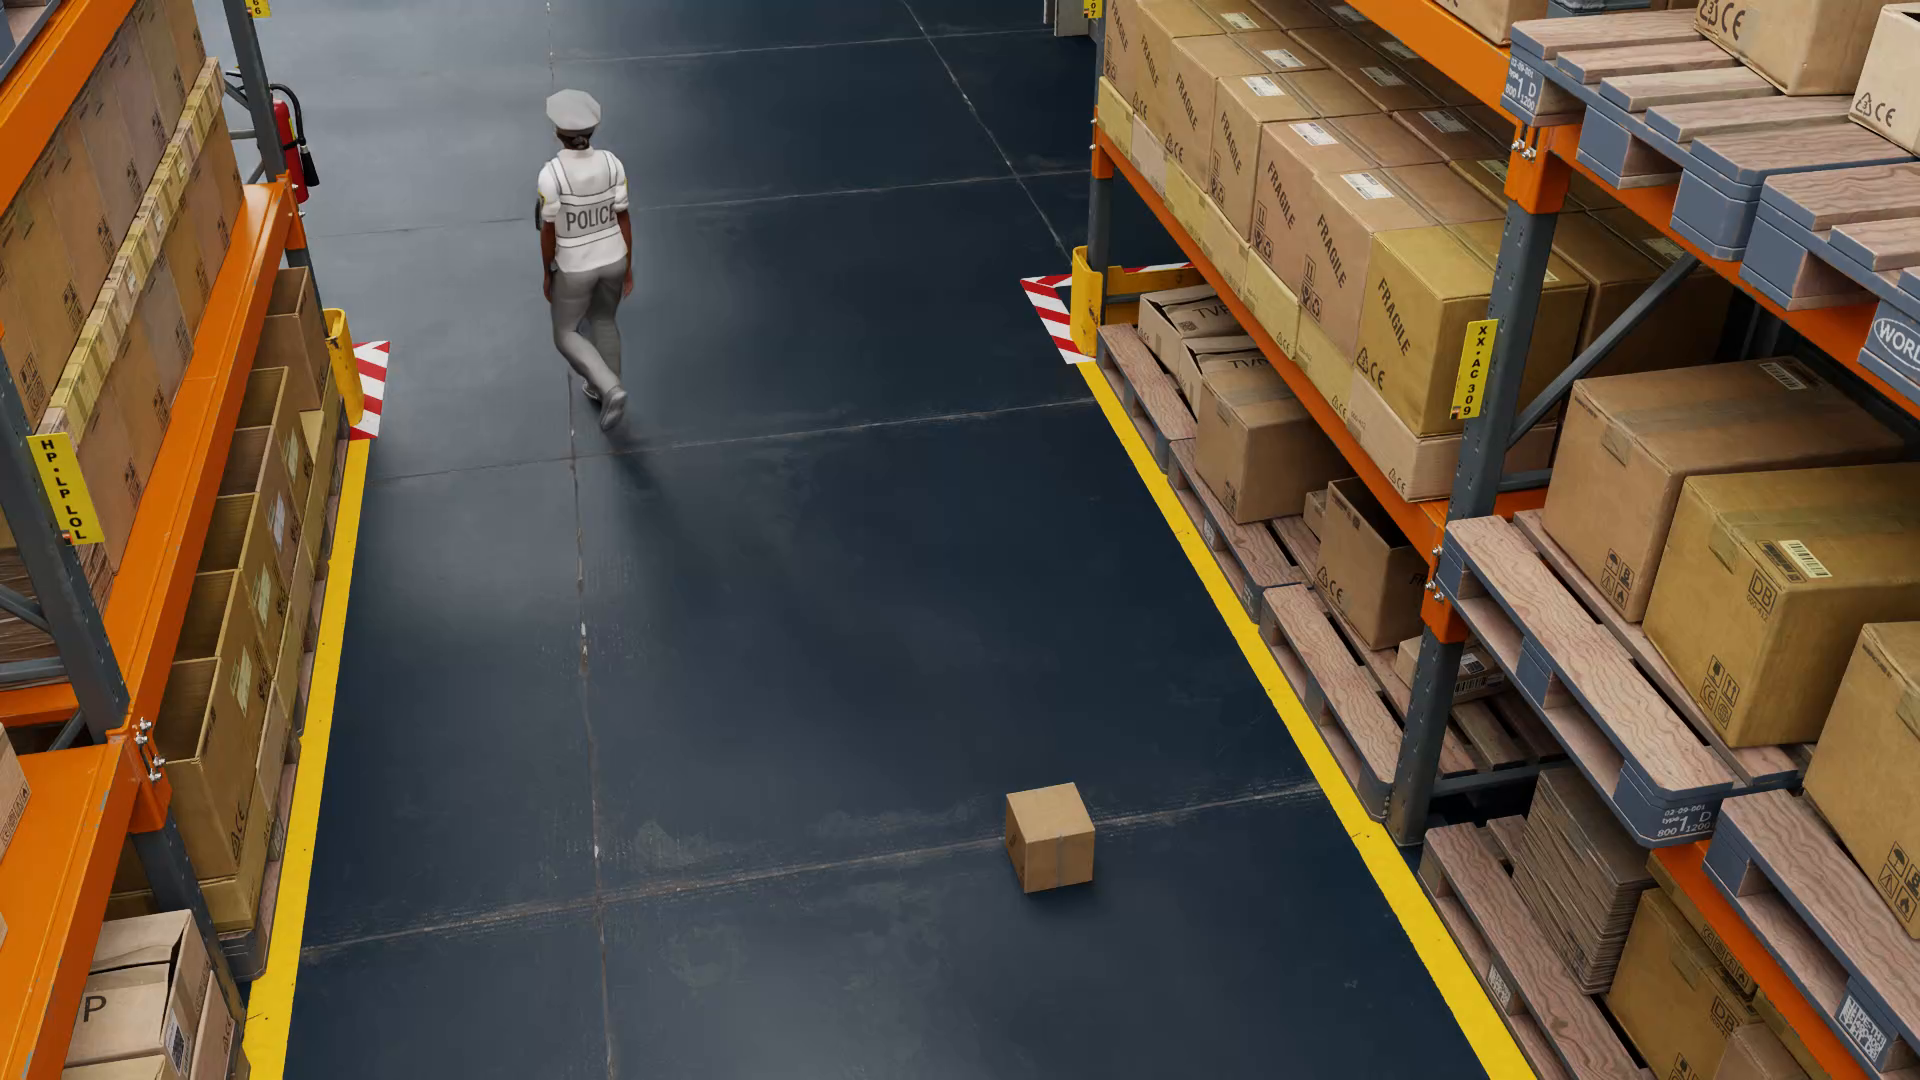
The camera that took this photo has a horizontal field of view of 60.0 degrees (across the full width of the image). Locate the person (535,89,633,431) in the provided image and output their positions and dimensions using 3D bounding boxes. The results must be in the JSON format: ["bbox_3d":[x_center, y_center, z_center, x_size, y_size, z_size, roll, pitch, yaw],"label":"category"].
[{"bbox_3d":[-1.775,-1.323,8.002,0.449,1.671,0.687,-24,41,-31],"label":"person"}]
